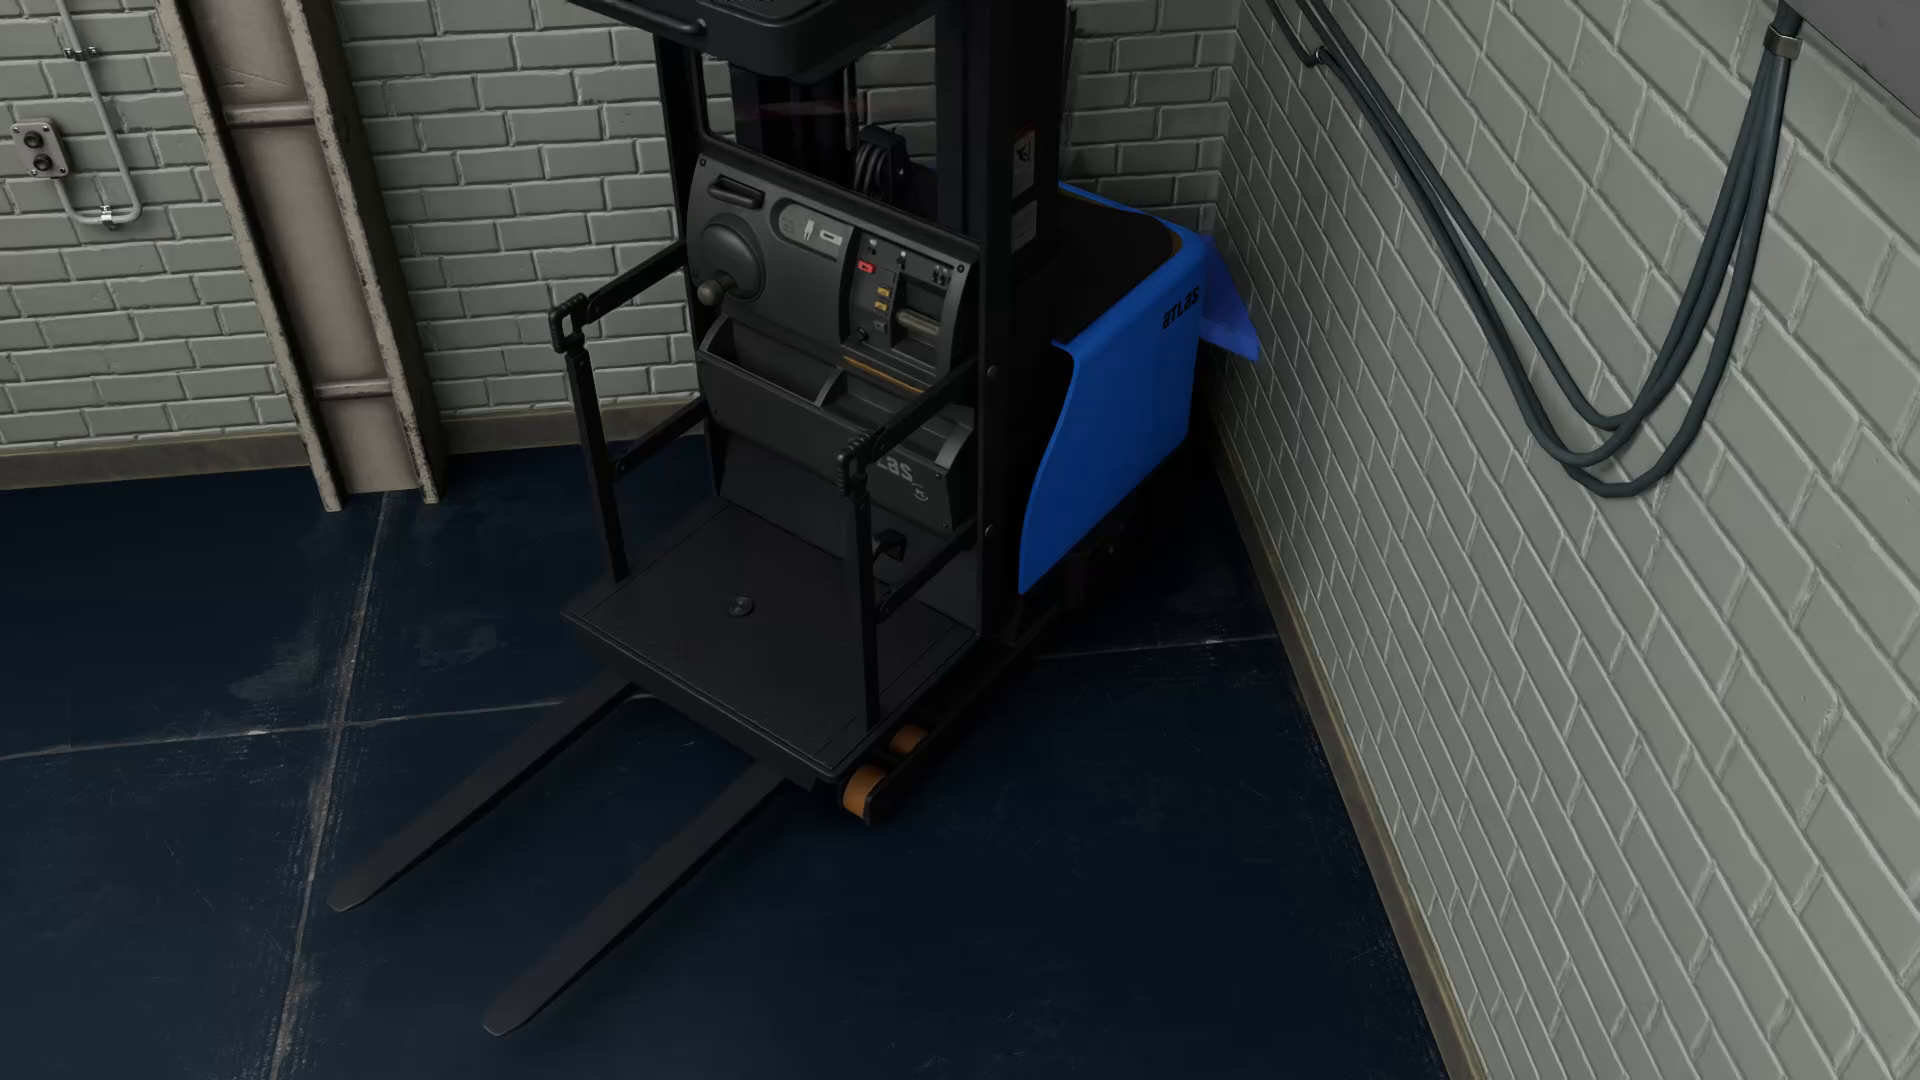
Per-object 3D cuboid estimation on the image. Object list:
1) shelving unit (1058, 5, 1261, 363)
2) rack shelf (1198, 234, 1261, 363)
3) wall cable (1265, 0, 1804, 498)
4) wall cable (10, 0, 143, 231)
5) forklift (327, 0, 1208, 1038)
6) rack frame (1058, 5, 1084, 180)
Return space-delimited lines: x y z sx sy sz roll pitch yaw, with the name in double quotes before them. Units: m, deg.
"shelving unit" 0.825 -1.005 5.667 1.048 1.500 0.538 27 45 22
"rack shelf" 0.809 -0.871 5.786 1.000 0.185 0.538 27 45 22
"wall cable" 1.030 -1.852 3.403 0.112 2.526 3.097 -5 42 -6
"wall cable" -3.478 -1.640 4.570 1.851 1.984 0.084 -5 42 -6
"forklift" -0.490 -0.650 4.282 1.130 2.935 3.031 27 48 26
"rack frame" 0.405 -1.222 5.855 0.032 1.500 0.500 27 45 22
